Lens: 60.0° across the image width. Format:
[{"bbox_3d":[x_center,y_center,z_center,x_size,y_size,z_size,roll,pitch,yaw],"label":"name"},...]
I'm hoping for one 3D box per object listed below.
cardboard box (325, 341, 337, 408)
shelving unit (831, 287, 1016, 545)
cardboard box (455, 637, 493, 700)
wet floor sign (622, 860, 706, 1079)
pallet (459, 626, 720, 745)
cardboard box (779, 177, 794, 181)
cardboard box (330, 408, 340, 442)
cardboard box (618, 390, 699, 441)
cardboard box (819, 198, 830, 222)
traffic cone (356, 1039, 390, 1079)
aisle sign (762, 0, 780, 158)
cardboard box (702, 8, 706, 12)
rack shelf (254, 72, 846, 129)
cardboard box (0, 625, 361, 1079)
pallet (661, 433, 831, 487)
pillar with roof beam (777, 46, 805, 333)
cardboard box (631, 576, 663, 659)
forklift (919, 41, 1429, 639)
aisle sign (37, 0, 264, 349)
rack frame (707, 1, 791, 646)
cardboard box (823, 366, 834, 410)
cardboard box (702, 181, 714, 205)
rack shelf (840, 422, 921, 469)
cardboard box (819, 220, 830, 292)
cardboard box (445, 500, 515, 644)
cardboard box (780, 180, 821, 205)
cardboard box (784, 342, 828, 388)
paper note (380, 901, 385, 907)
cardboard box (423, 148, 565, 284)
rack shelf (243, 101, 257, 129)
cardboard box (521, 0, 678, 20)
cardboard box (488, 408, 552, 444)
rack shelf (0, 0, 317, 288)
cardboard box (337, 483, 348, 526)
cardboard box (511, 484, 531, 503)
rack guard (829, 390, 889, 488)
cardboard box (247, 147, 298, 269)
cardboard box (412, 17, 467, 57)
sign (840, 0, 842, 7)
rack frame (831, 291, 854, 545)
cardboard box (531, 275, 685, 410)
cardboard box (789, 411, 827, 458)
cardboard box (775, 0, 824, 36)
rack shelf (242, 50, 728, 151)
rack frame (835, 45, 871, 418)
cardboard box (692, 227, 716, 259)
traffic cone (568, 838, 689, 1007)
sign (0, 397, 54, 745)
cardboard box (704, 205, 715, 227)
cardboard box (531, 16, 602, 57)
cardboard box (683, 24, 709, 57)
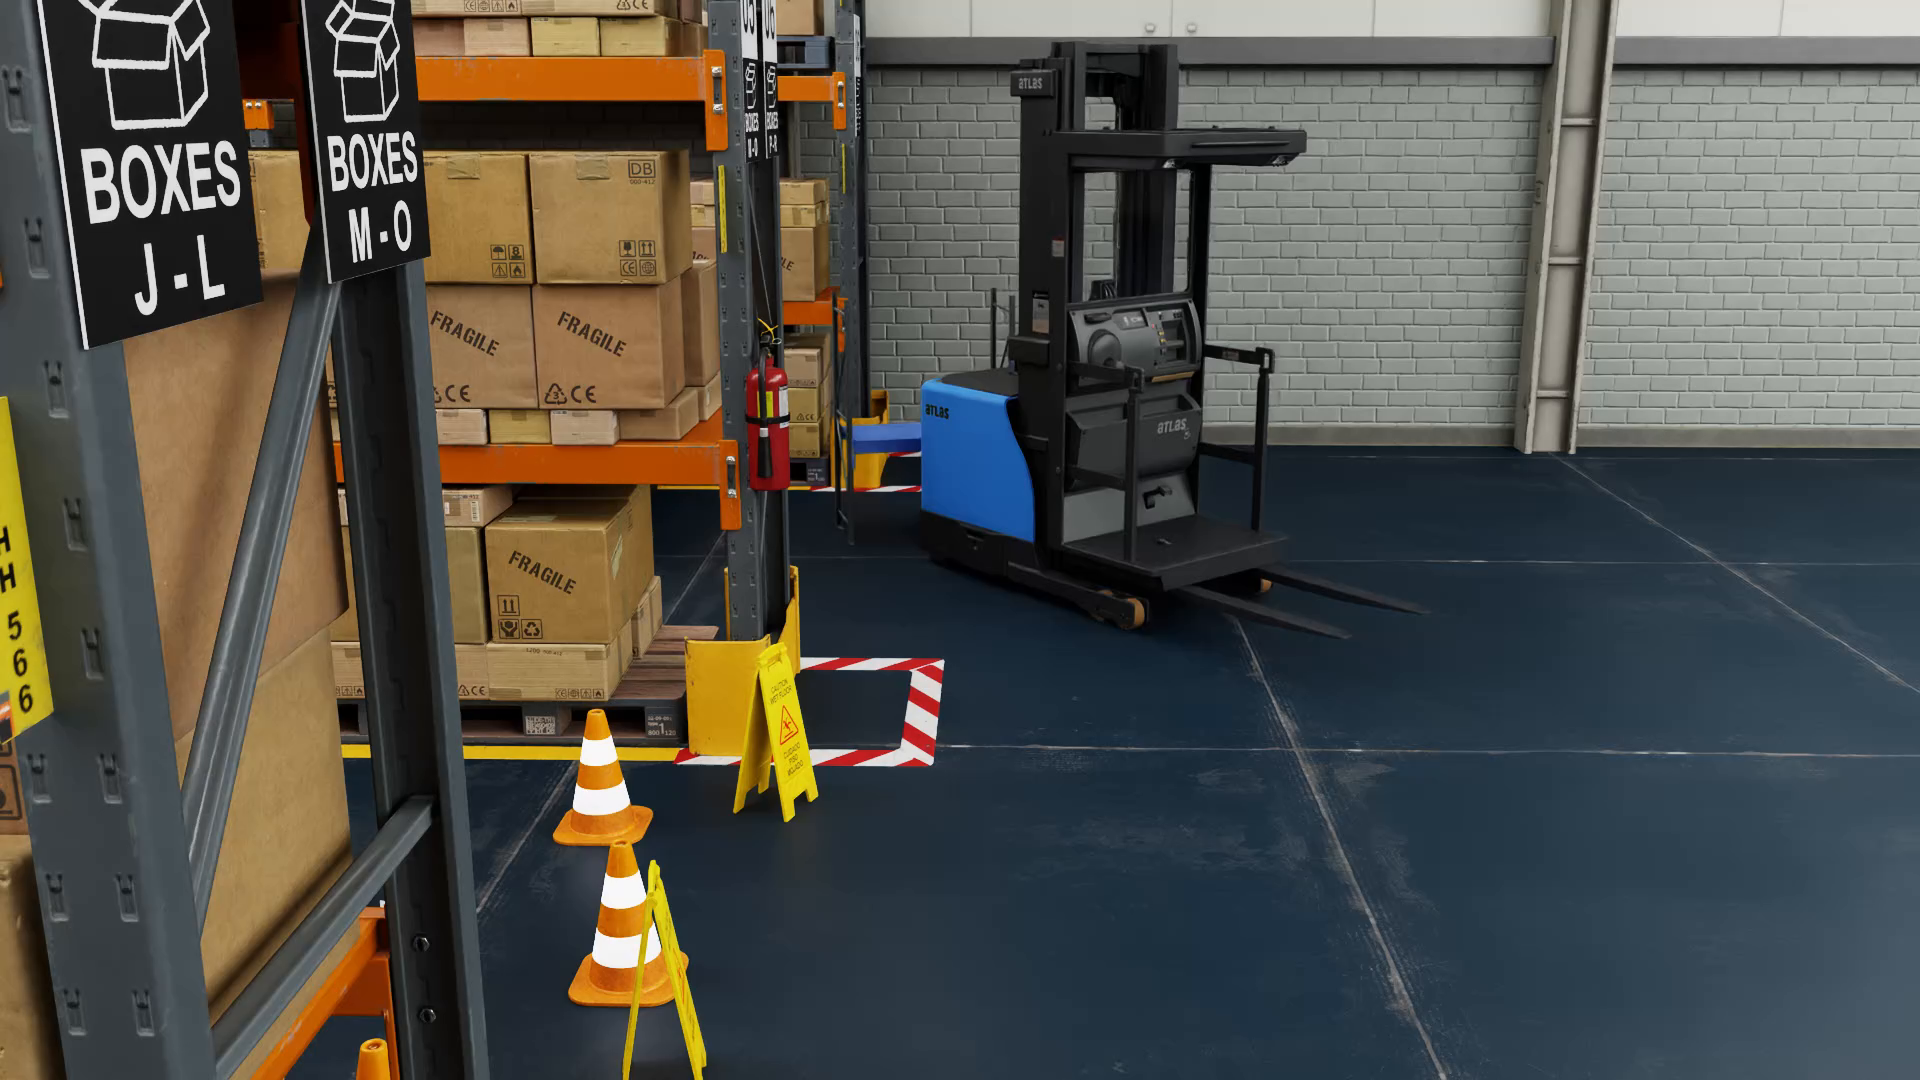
[{"bbox_3d":[-2.426,-0.832,6.834,0.500,0.500,0.500,0,15,1],"label":"cardboard box"},{"bbox_3d":[-0.229,-0.785,10.376,1.048,1.500,0.538,-4,15,-13],"label":"shelving unit"},{"bbox_3d":[-2.208,0.487,7.183,0.500,0.250,0.500,0,15,2],"label":"cardboard box"},{"bbox_3d":[-0.822,1.199,4.531,0.232,0.644,0.267,-2,15,-8],"label":"wet floor sign"},{"bbox_3d":[-1.763,0.636,7.517,1.213,0.211,1.003,0,15,1],"label":"pallet"},{"bbox_3d":[-1.347,-2.544,12.051,0.250,0.149,0.380,1,15,3],"label":"cardboard box"},{"bbox_3d":[-2.536,-0.515,6.903,0.250,0.149,0.380,0,15,1],"label":"cardboard box"},{"bbox_3d":[-1.255,-0.524,6.940,0.250,0.149,0.380,1,15,3],"label":"cardboard box"},{"bbox_3d":[-1.085,-2.394,12.067,0.250,0.149,0.380,0,15,0],"label":"cardboard box"},{"bbox_3d":[-1.396,1.426,4.027,0.334,0.463,0.336,0,15,1],"label":"traffic cone"},{"bbox_3d":[-0.806,-2.033,7.071,0.004,0.787,0.394,0,15,1],"label":"aisle sign"},{"bbox_3d":[-1.842,-3.530,11.204,0.258,0.266,0.396,0,15,2],"label":"cardboard box"},{"bbox_3d":[-2.752,-3.079,11.661,4.000,0.370,1.077,0,15,1],"label":"rack shelf"},{"bbox_3d":[-1.273,0.502,2.264,0.550,0.550,0.875,0,15,1],"label":"cardboard box"},{"bbox_3d":[-1.518,-0.610,12.237,1.213,0.211,1.003,0,15,1],"label":"pallet"},{"bbox_3d":[-1.536,-4.001,7.865,0.400,9.000,9.100,0,15,1],"label":"pillar with roof beam"},{"bbox_3d":[-1.675,0.353,7.689,0.500,0.250,0.500,0,15,1],"label":"cardboard box"},{"bbox_3d":[1.081,-1.097,8.754,1.130,2.935,3.031,-12,19,-38],"label":"forklift"},{"bbox_3d":[-0.838,-0.615,1.694,0.004,0.787,0.394,0,15,1],"label":"aisle sign"},{"bbox_3d":[-0.876,-0.698,7.105,0.127,3.000,1.000,0,15,1],"label":"rack frame"},{"bbox_3d":[-1.218,-1.135,12.349,0.500,0.250,0.500,1,15,2],"label":"cardboard box"},{"bbox_3d":[-1.626,-2.407,11.531,0.250,0.149,0.380,1,15,3],"label":"cardboard box"},{"bbox_3d":[-0.229,-0.611,10.422,1.000,0.185,0.538,-4,15,-13],"label":"rack shelf"},{"bbox_3d":[-1.241,-2.086,12.171,0.500,0.500,0.500,1,15,3],"label":"cardboard box"},{"bbox_3d":[-2.205,0.125,7.084,0.500,0.500,0.500,1,15,4],"label":"cardboard box"},{"bbox_3d":[-1.116,-2.418,11.575,0.250,0.149,0.380,0,15,2],"label":"cardboard box"},{"bbox_3d":[-1.221,-1.244,11.783,0.500,0.250,0.500,1,15,3],"label":"cardboard box"},{"bbox_3d":[-1.872,1.239,5.583,0.142,0.019,0.148,-5,16,-18],"label":"paper note"},{"bbox_3d":[-1.898,-1.326,6.748,0.500,0.500,0.700,1,15,2],"label":"cardboard box"},{"bbox_3d":[-6.751,-3.105,11.760,4.000,0.370,1.077,0,15,1],"label":"rack shelf"},{"bbox_3d":[-1.394,-2.154,6.456,0.500,0.250,0.500,0,15,1],"label":"cardboard box"},{"bbox_3d":[-1.767,-0.505,6.866,0.250,0.149,0.380,0,15,0],"label":"cardboard box"},{"bbox_3d":[-2.901,-0.550,2.076,4.000,0.370,1.077,0,15,1],"label":"rack shelf"},{"bbox_3d":[-2.567,-0.176,6.953,0.250,0.149,0.380,1,15,4],"label":"cardboard box"},{"bbox_3d":[-2.222,-0.012,7.602,0.500,0.500,0.500,0,15,-1],"label":"cardboard box"},{"bbox_3d":[-0.729,-0.755,12.221,0.348,0.500,1.175,0,15,1],"label":"rack guard"},{"bbox_3d":[-2.905,-1.342,6.808,0.500,0.500,0.700,0,15,1],"label":"cardboard box"},{"bbox_3d":[-2.006,-1.980,6.577,0.250,0.149,0.380,0,15,2],"label":"cardboard box"},{"bbox_3d":[-0.781,-3.666,10.893,0.005,0.325,0.100,0,15,1],"label":"sign"},{"bbox_3d":[-0.723,-0.755,10.260,0.032,1.500,0.500,-4,15,-13],"label":"rack frame"},{"bbox_3d":[-1.425,-0.823,6.801,0.500,0.500,0.500,0,15,0],"label":"cardboard box"},{"bbox_3d":[-1.231,-0.760,11.906,0.500,0.250,0.500,0,15,2],"label":"cardboard box"},{"bbox_3d":[-1.202,-3.655,11.217,0.500,0.500,0.500,1,15,3],"label":"cardboard box"},{"bbox_3d":[-2.875,-1.813,6.863,4.000,0.370,1.077,0,15,1],"label":"rack shelf"},{"bbox_3d":[-0.753,-1.964,11.903,0.127,3.000,1.000,0,15,1],"label":"rack frame"},{"bbox_3d":[-1.770,-1.954,11.670,0.500,0.500,0.500,1,15,3],"label":"cardboard box"},{"bbox_3d":[-1.027,1.140,5.111,0.334,0.463,0.336,0,15,1],"label":"traffic cone"},{"bbox_3d":[-0.929,0.029,1.616,0.005,0.325,0.100,0,15,1],"label":"sign"},{"bbox_3d":[-1.621,-2.268,11.588,0.250,0.149,0.380,1,15,2],"label":"cardboard box"},{"bbox_3d":[-1.489,-1.951,6.467,0.250,0.149,0.380,0,15,2],"label":"cardboard box"},{"bbox_3d":[-1.199,-2.112,7.076,0.250,0.149,0.380,0,15,1],"label":"cardboard box"}]
